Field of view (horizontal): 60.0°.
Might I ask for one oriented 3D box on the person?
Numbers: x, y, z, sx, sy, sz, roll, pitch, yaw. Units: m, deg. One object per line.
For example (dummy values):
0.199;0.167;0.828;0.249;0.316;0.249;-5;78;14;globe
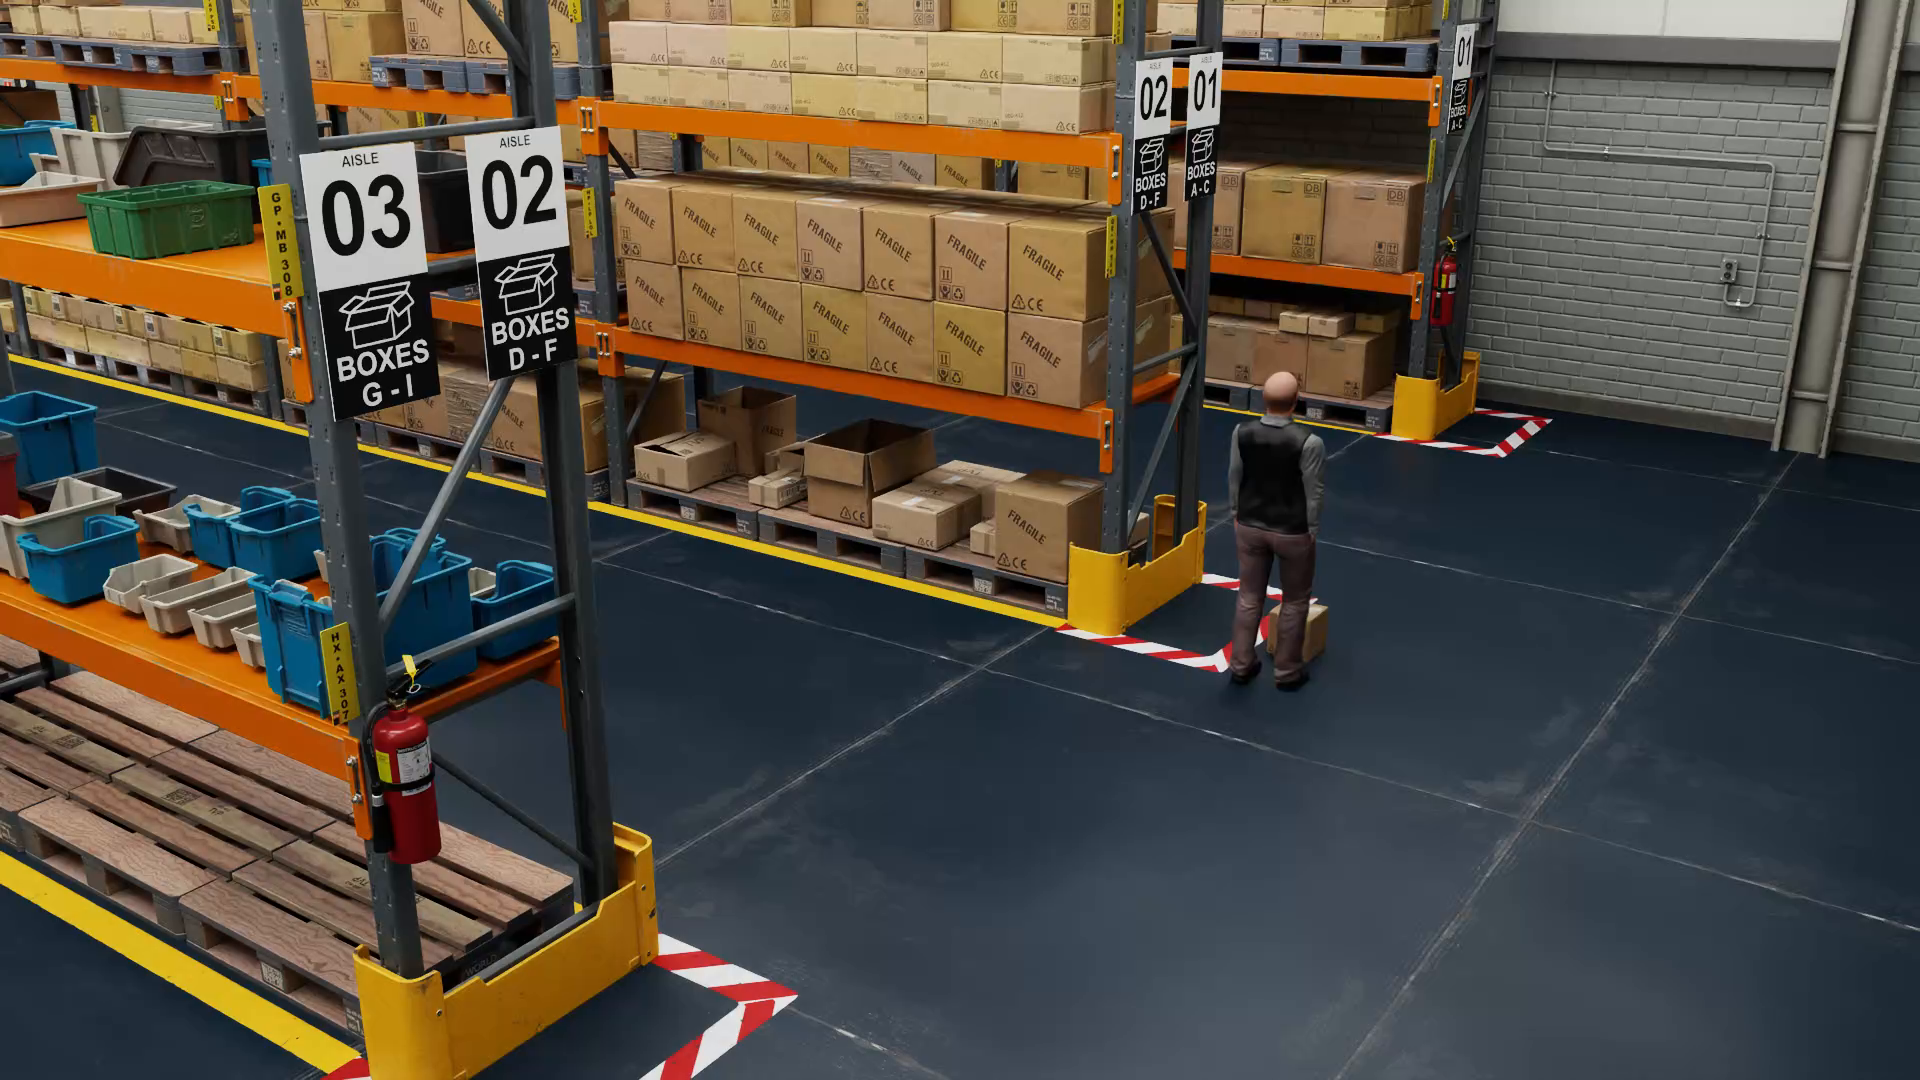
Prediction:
1.657;-0.051;8.770;0.532;1.719;0.360;12;23;31;person
